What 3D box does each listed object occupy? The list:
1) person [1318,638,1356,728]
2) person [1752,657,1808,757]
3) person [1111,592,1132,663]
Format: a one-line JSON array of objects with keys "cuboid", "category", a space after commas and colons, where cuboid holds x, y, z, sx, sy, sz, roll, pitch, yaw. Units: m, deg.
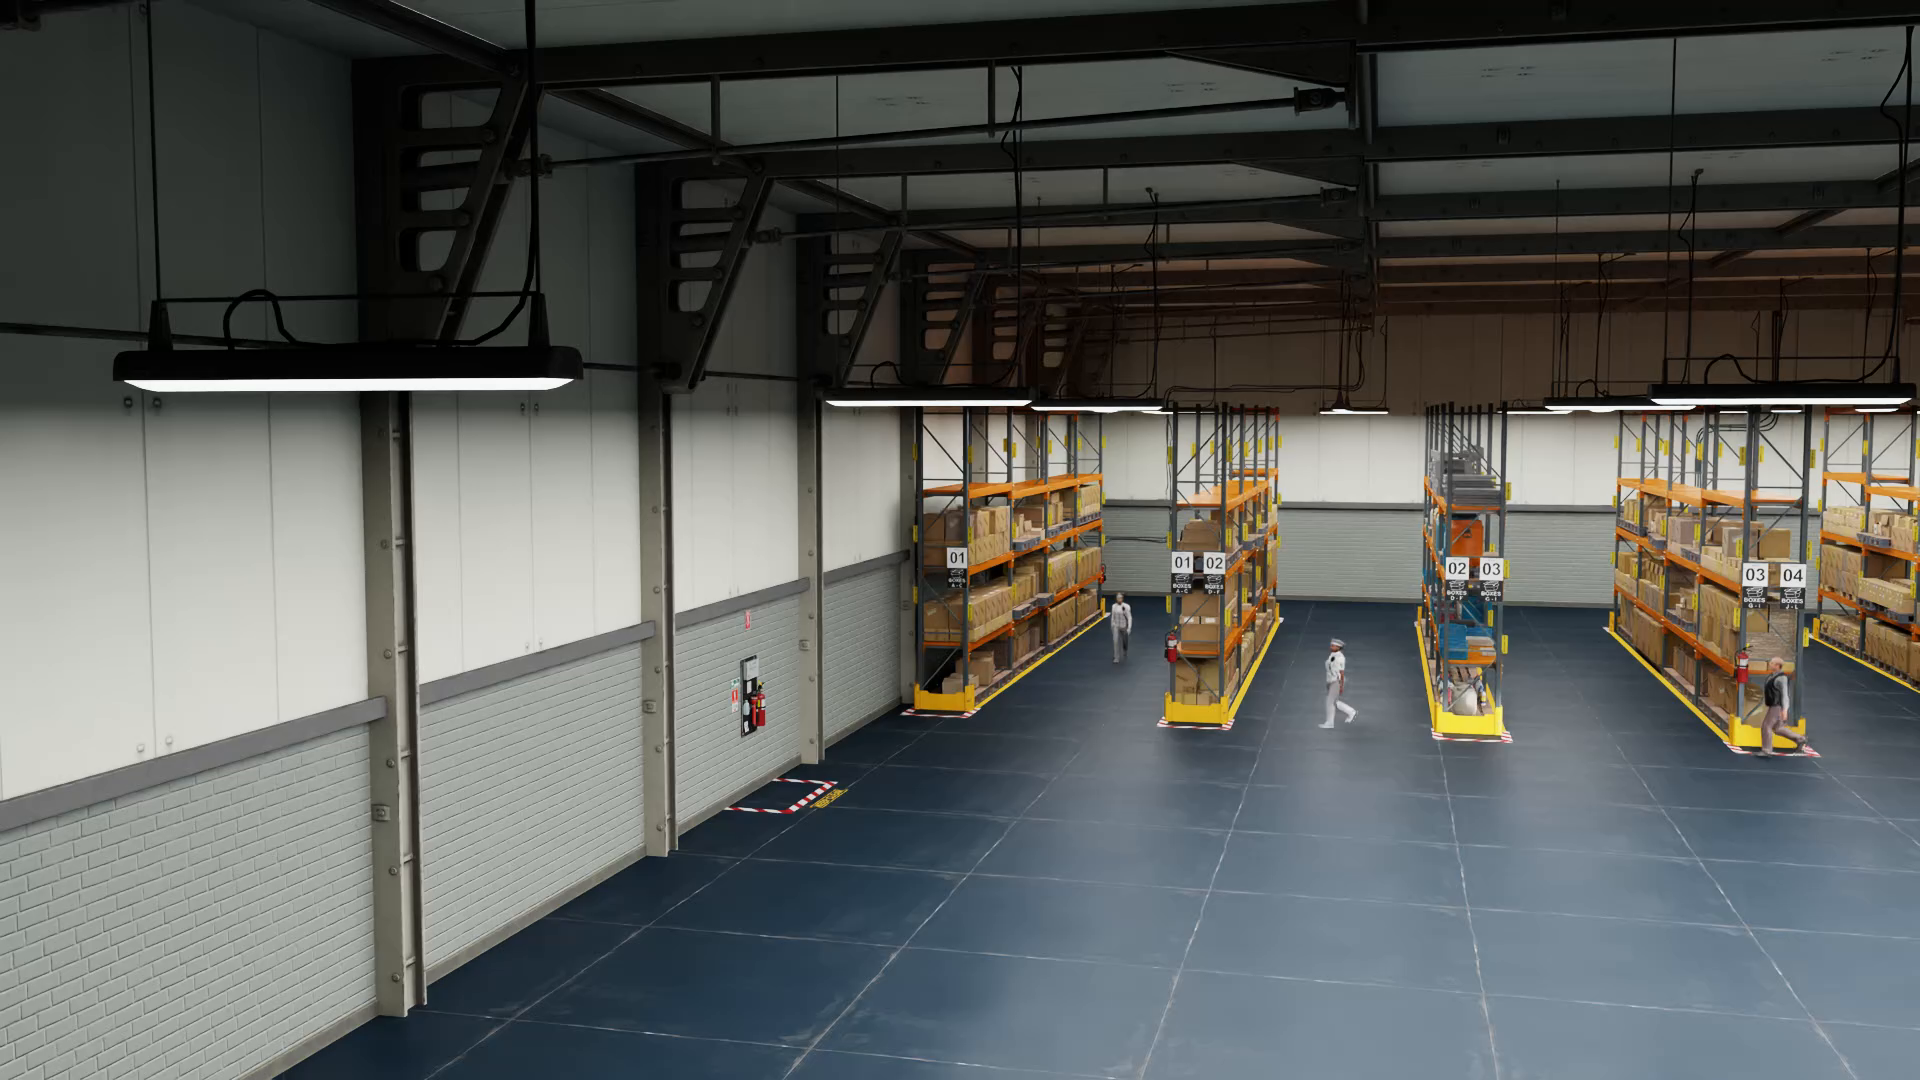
[{"cuboid": [6.968, 2.619, 30.591, 0.829, 1.650, 0.448, -1, 4, -14], "category": "person"}, {"cuboid": [13.803, 2.809, 27.956, 0.895, 1.690, 0.562, 1, 4, 15], "category": "person"}, {"cuboid": [3.785, 2.018, 38.884, 0.486, 1.635, 0.871, 1, 4, 11], "category": "person"}]
